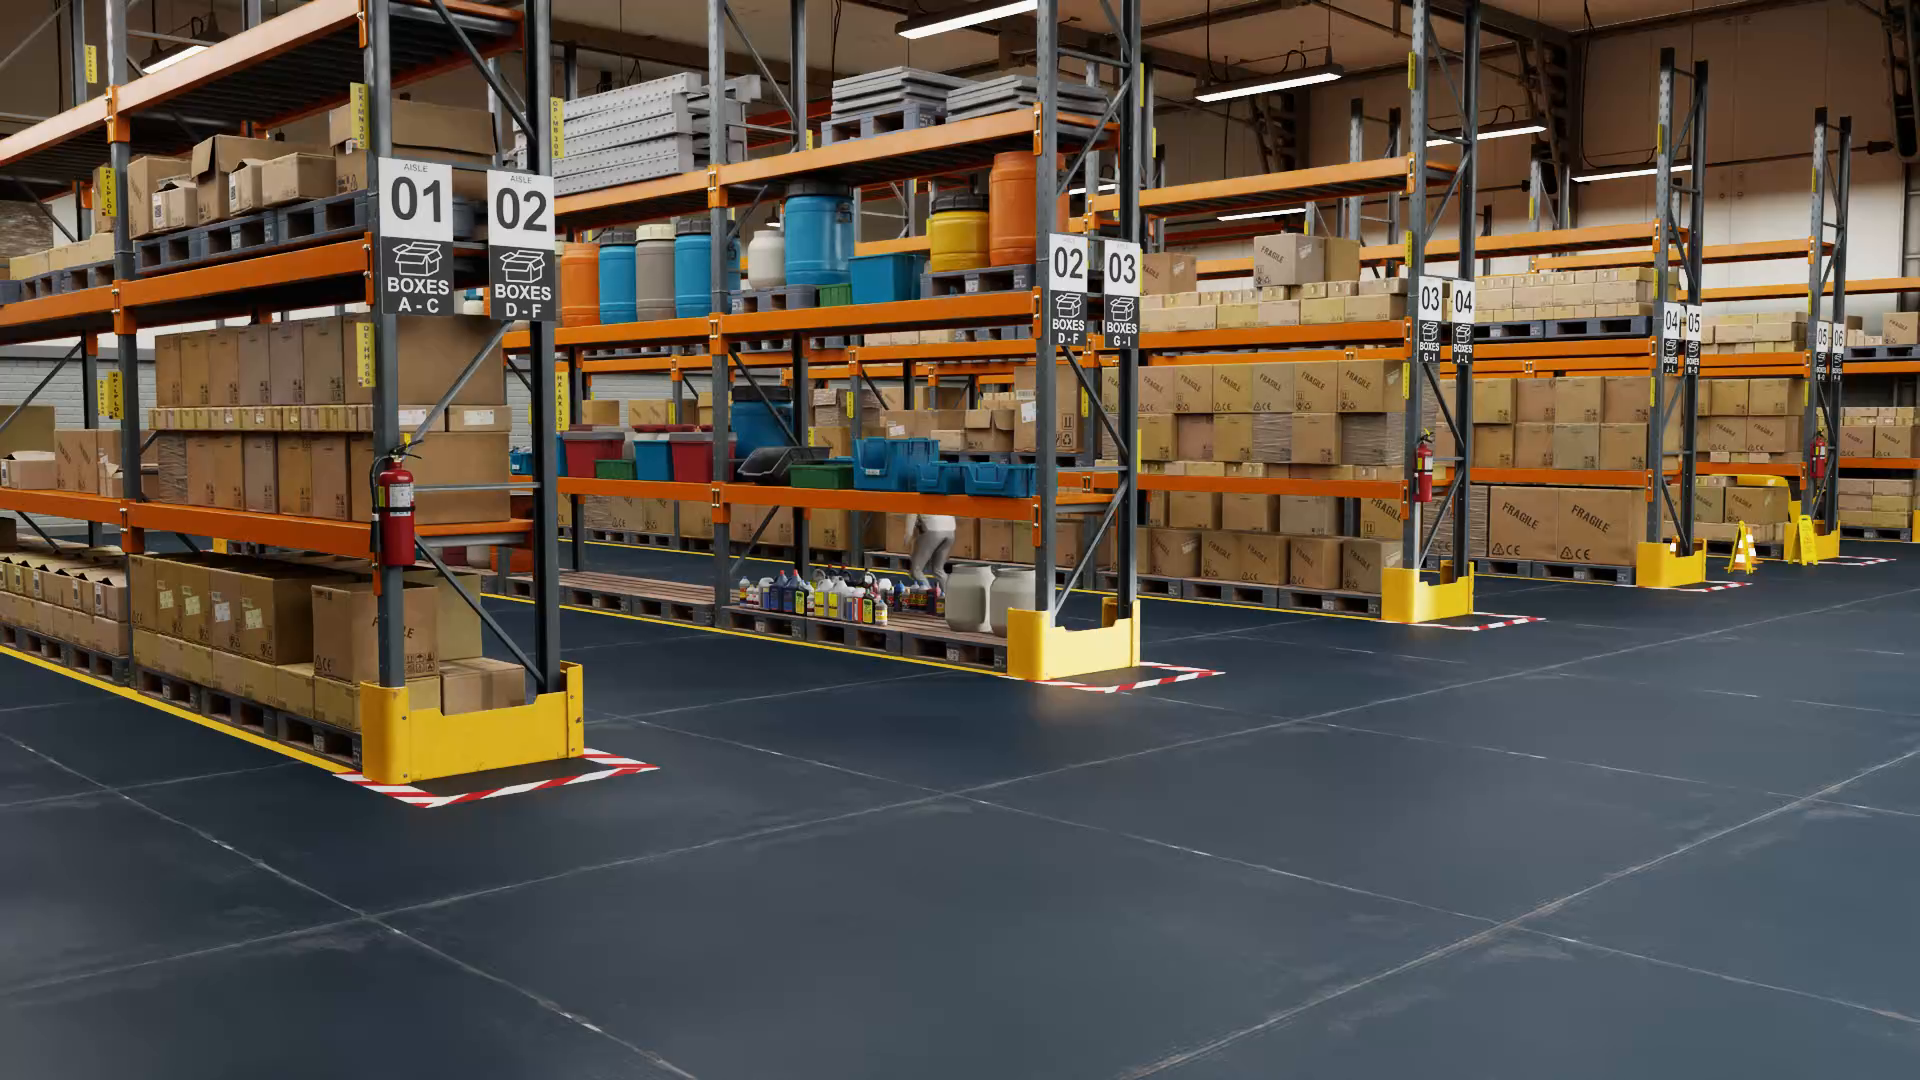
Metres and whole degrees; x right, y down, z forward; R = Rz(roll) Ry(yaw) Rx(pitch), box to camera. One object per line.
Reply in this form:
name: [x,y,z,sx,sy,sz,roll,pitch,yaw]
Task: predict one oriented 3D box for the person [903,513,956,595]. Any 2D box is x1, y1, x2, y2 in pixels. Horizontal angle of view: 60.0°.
person: [-0.298,-0.053,15.809,0.508,1.604,0.485,-4,5,-42]
